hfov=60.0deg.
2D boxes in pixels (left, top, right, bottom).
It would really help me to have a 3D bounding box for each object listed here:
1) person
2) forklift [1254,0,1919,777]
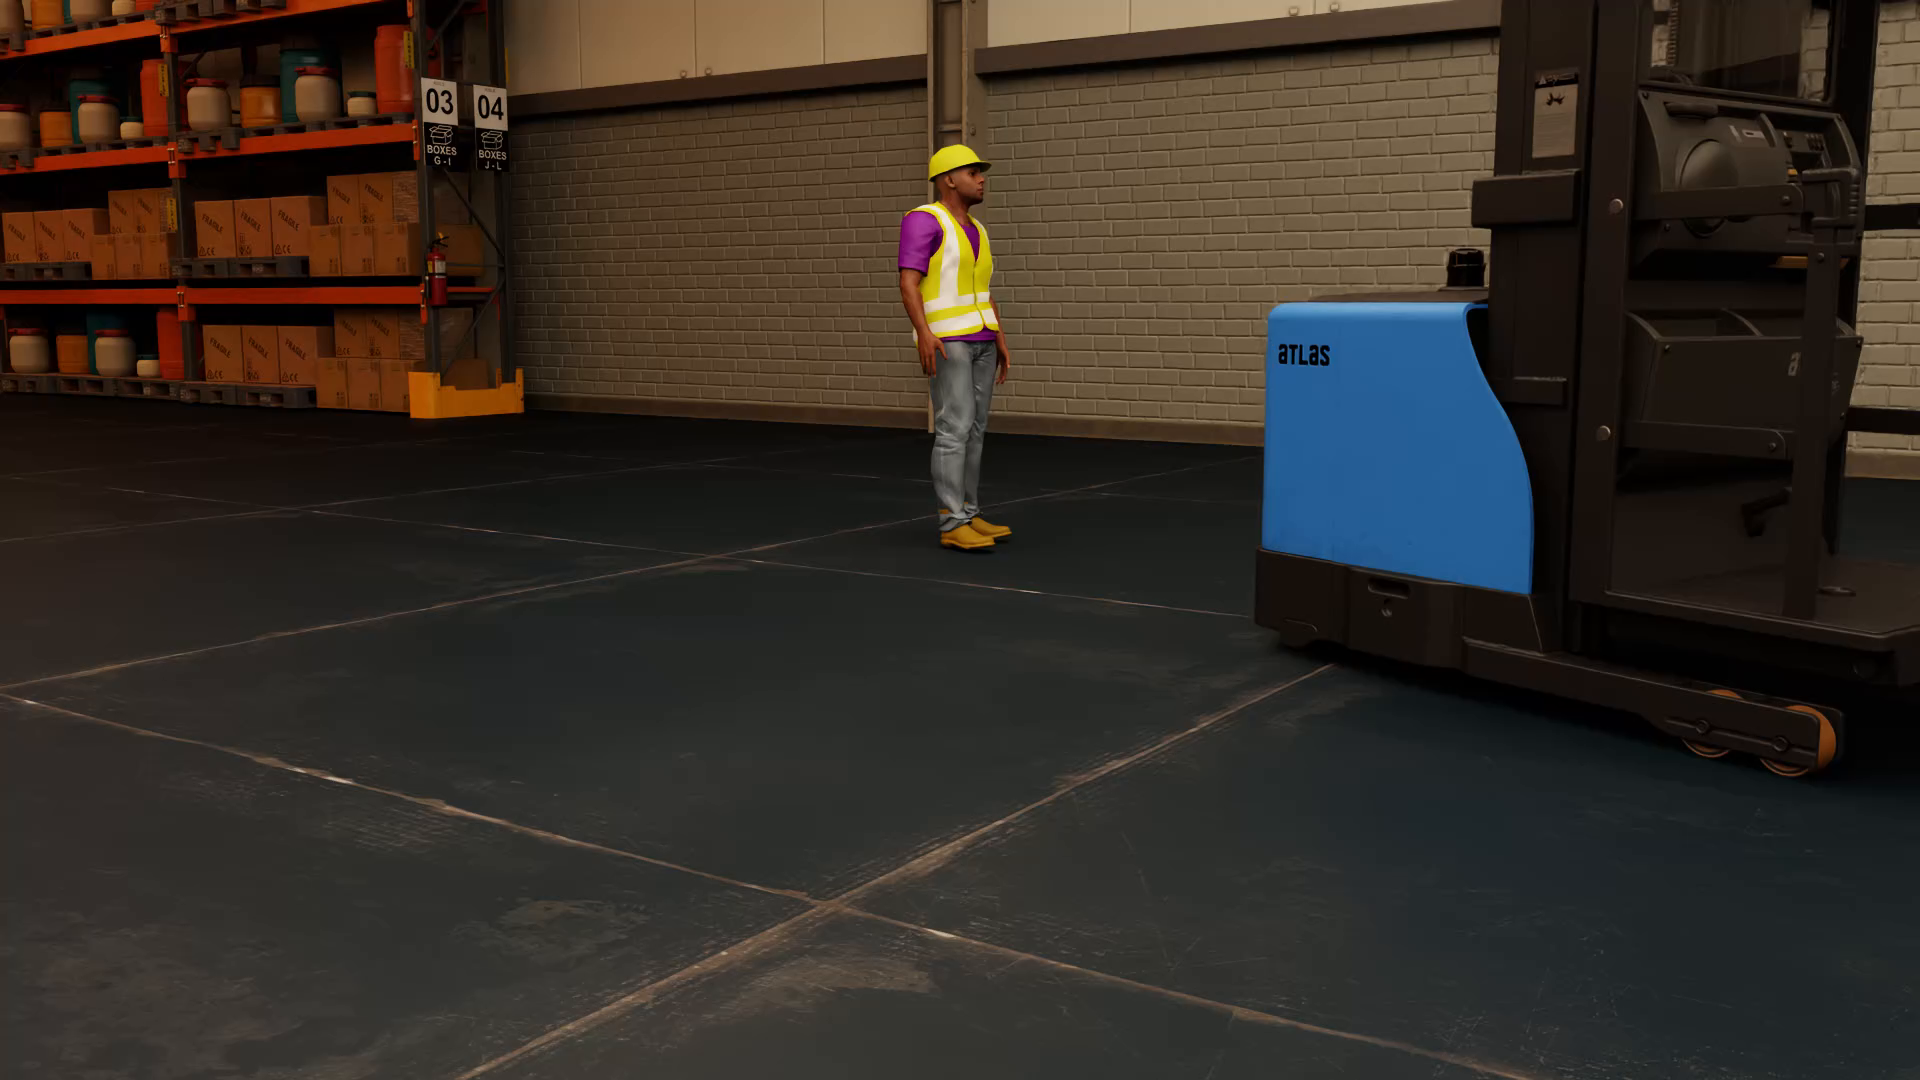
[{"bbox_3d":[0.054,-0.875,7.435,0.577,1.765,0.665,5,10,34],"label":"person"},{"bbox_3d":[2.170,-0.985,4.121,1.130,2.935,3.031,-5,10,-34],"label":"forklift"}]
